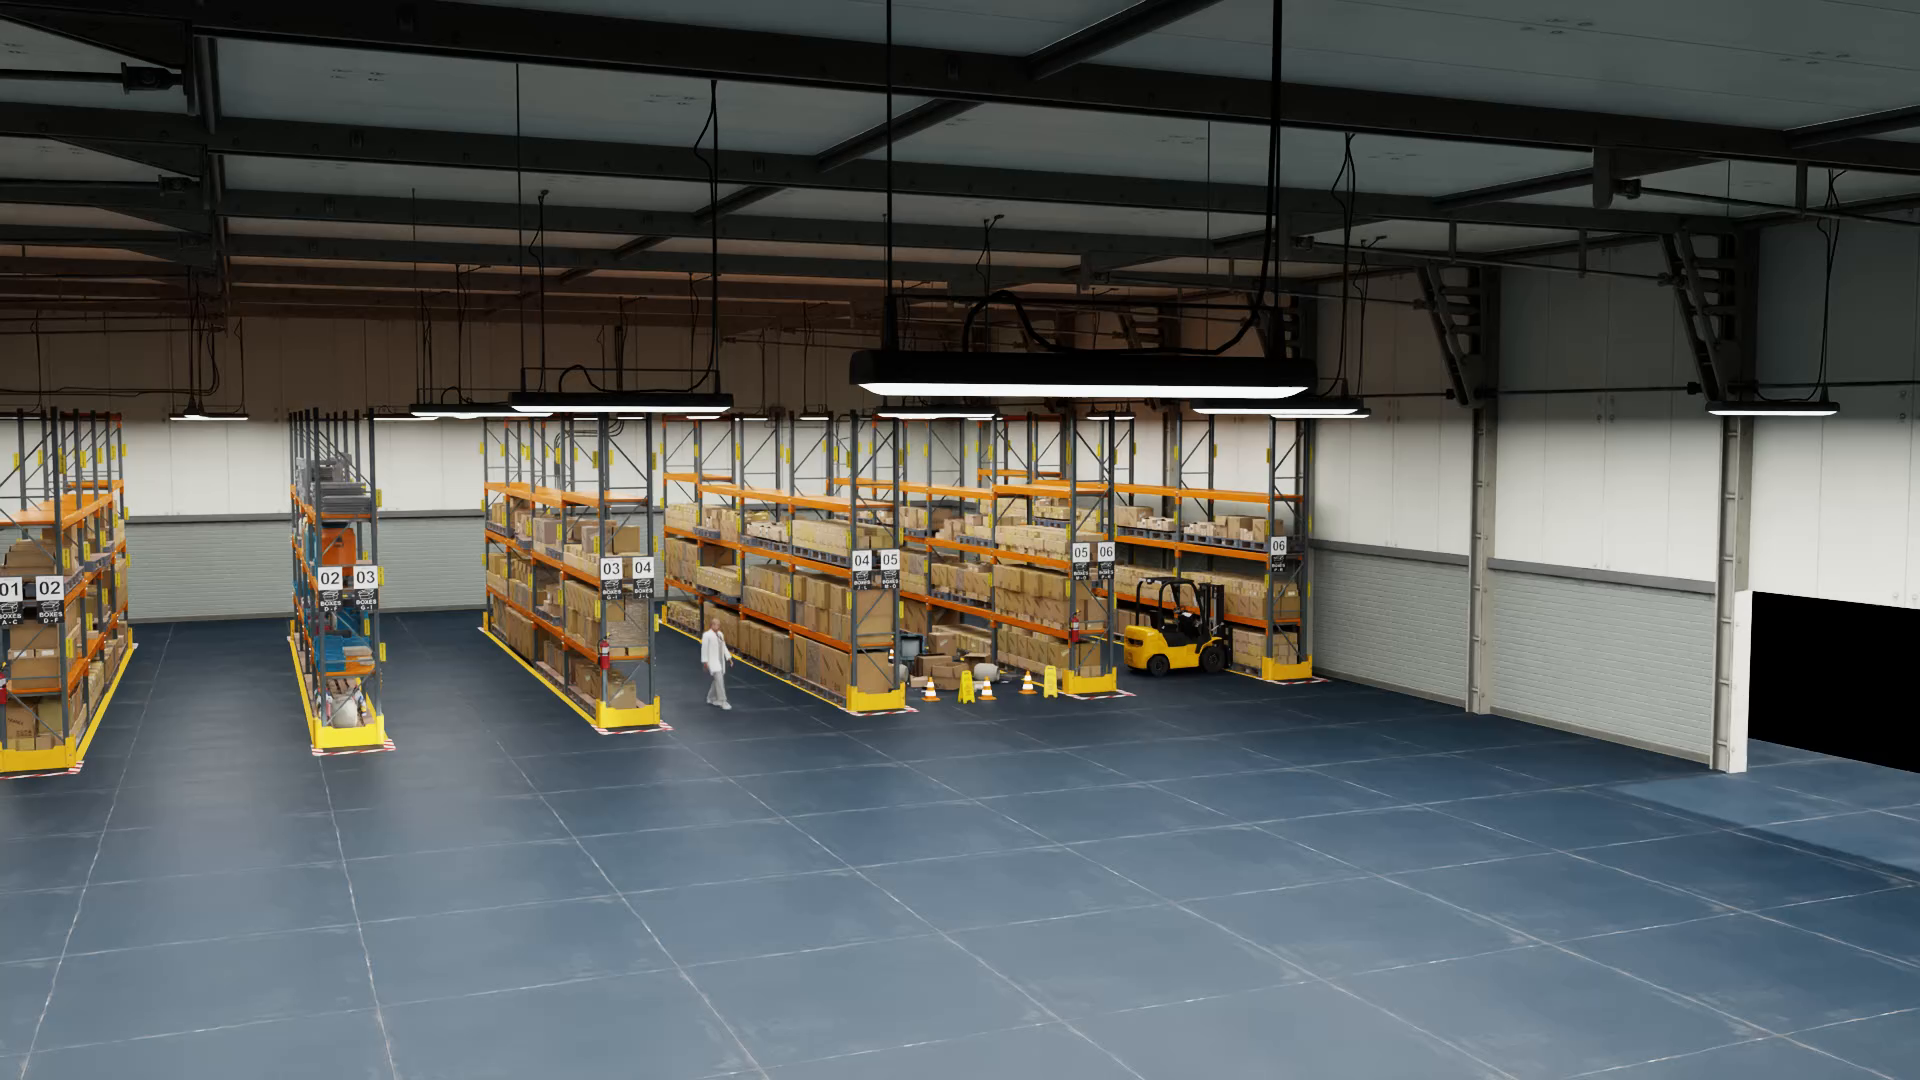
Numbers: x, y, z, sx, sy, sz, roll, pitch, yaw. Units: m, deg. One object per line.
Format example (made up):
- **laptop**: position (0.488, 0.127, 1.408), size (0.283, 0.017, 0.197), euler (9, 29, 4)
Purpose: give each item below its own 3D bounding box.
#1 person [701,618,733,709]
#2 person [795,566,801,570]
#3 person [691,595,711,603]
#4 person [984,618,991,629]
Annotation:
- **person**: position (-4.856, 2.493, 33.659), size (0.820, 1.792, 0.606), euler (2, 5, 30)
- **person**: position (-4.479, 1.617, 45.902), size (0.603, 1.786, 0.492), euler (-3, 5, -38)
- **person**: position (-7.935, 1.249, 51.505), size (0.931, 1.733, 0.560), euler (1, 4, 13)
- **person**: position (0.811, 1.579, 44.801), size (0.425, 1.645, 0.519), euler (3, 5, 41)
